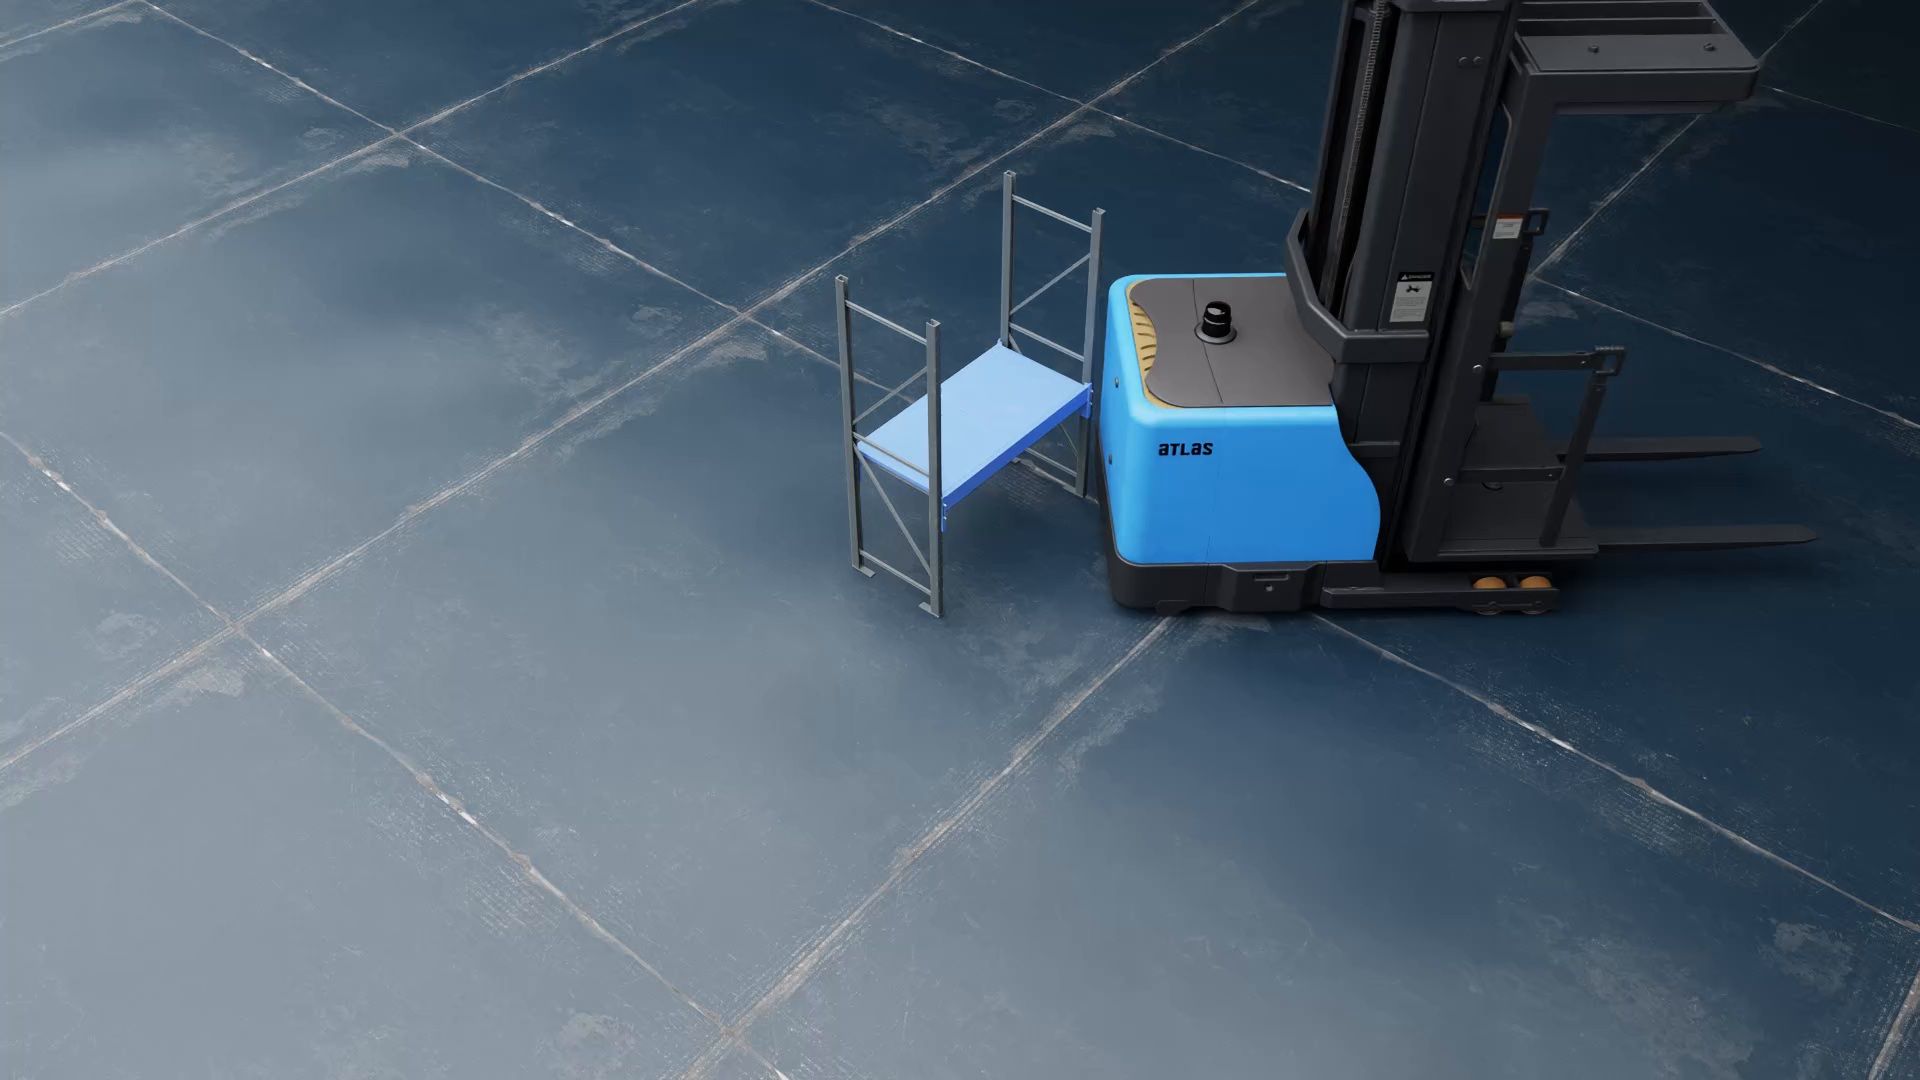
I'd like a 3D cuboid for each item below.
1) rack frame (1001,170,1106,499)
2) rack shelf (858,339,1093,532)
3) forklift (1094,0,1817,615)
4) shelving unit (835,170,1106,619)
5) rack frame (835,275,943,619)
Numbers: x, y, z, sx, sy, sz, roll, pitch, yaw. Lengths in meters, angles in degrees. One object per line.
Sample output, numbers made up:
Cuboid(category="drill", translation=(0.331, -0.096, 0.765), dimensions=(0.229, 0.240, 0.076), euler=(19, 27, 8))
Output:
Cuboid(category="rack frame", translation=(0.382, -0.861, 7.264), dimensions=(0.500, 1.500, 0.032), euler=(29, 50, 28))
Cuboid(category="rack shelf", translation=(0.055, -0.466, 7.097), dimensions=(0.538, 0.185, 1.000), euler=(29, 50, 28))
Cuboid(category="forklift", translation=(2.146, -1.124, 6.490), dimensions=(3.031, 2.935, 1.130), euler=(-1, 42, -1))
Cuboid(category="shelving unit", translation=(0.055, -0.599, 6.976), dimensions=(0.538, 1.500, 1.048), euler=(29, 50, 28))
Cuboid(category="rack frame", translation=(-0.272, -0.337, 6.688), dimensions=(0.500, 1.500, 0.032), euler=(29, 50, 28))
